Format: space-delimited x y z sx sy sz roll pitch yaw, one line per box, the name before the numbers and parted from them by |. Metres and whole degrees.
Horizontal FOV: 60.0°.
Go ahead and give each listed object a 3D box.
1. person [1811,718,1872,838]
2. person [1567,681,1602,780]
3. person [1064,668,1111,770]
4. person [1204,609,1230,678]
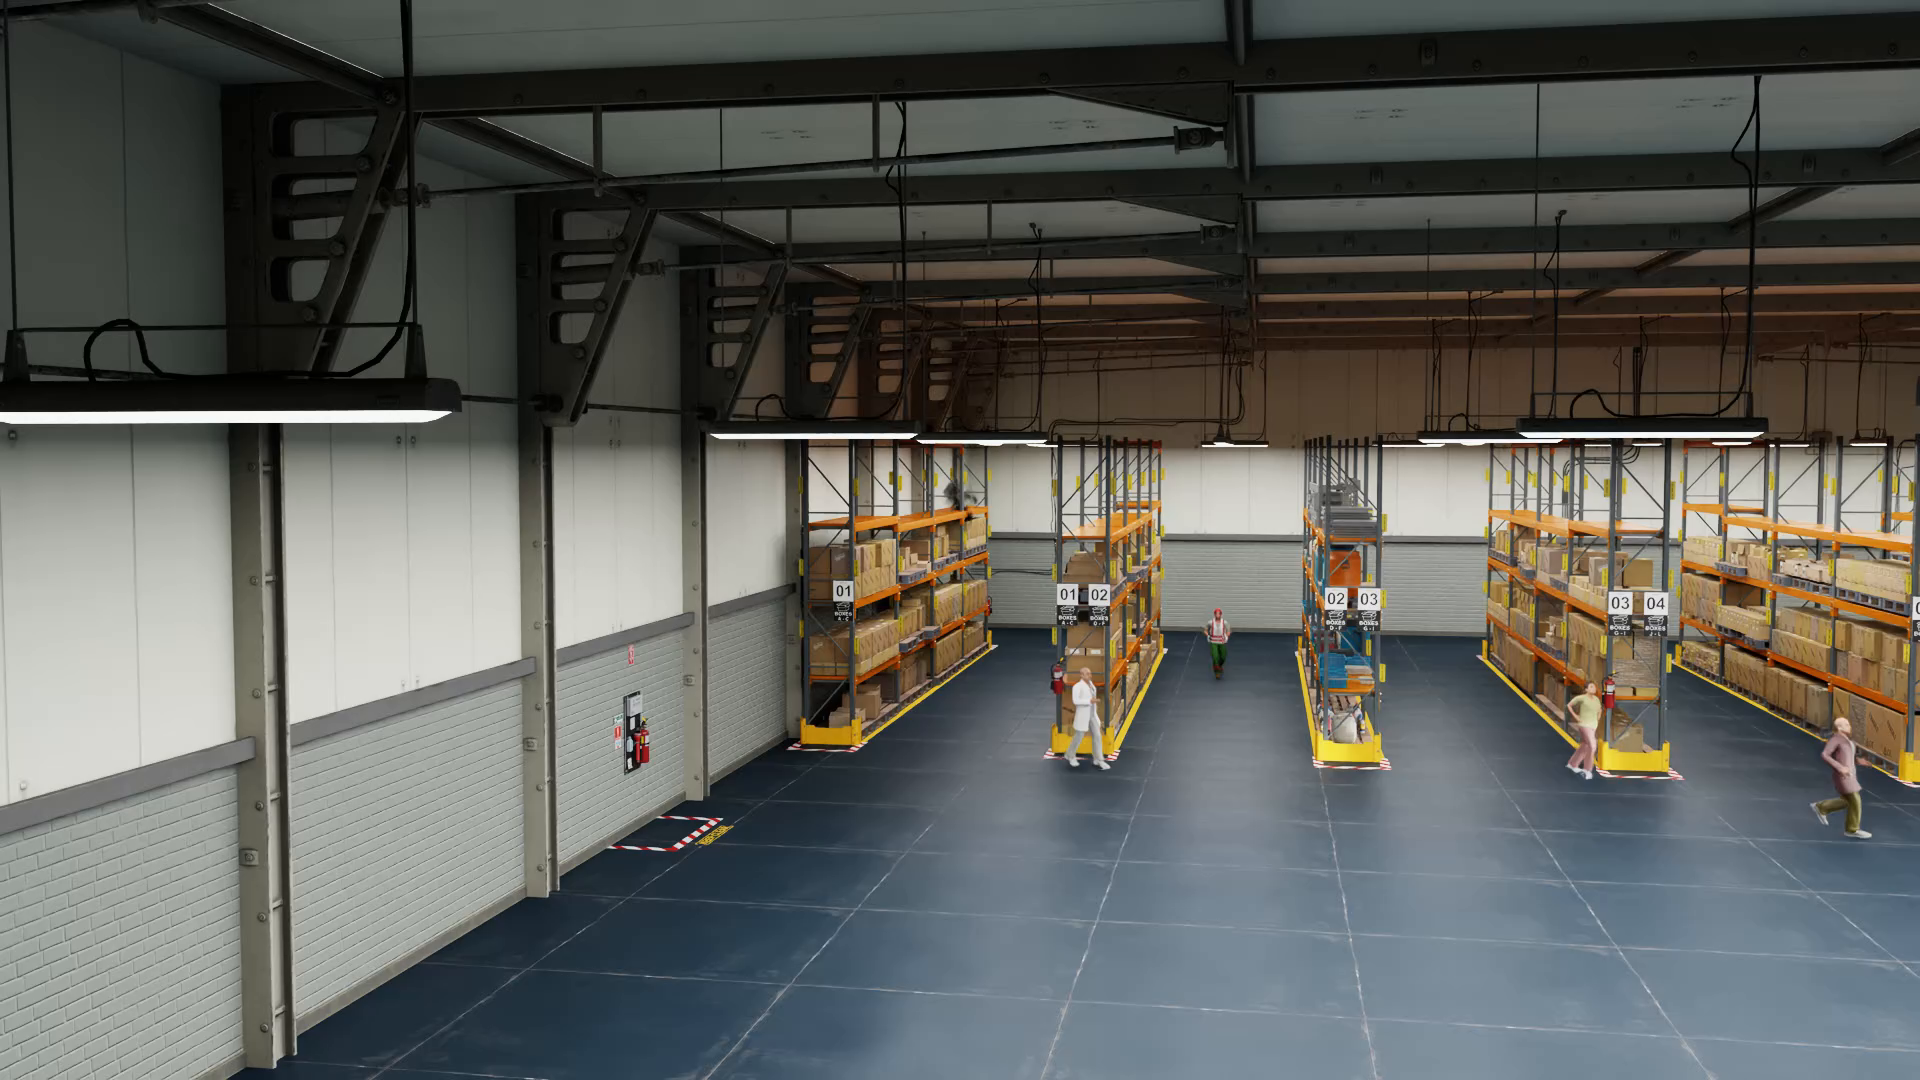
person | 13.089 3.512 24.698 0.719 1.743 0.884 -3 4 -44
person | 10.996 3.322 29.177 0.603 1.735 0.655 -1 3 -23
person | 2.259 3.186 29.843 0.715 1.801 0.933 -3 4 -44
person | 6.476 2.591 41.834 0.655 1.738 0.631 0 3 4
